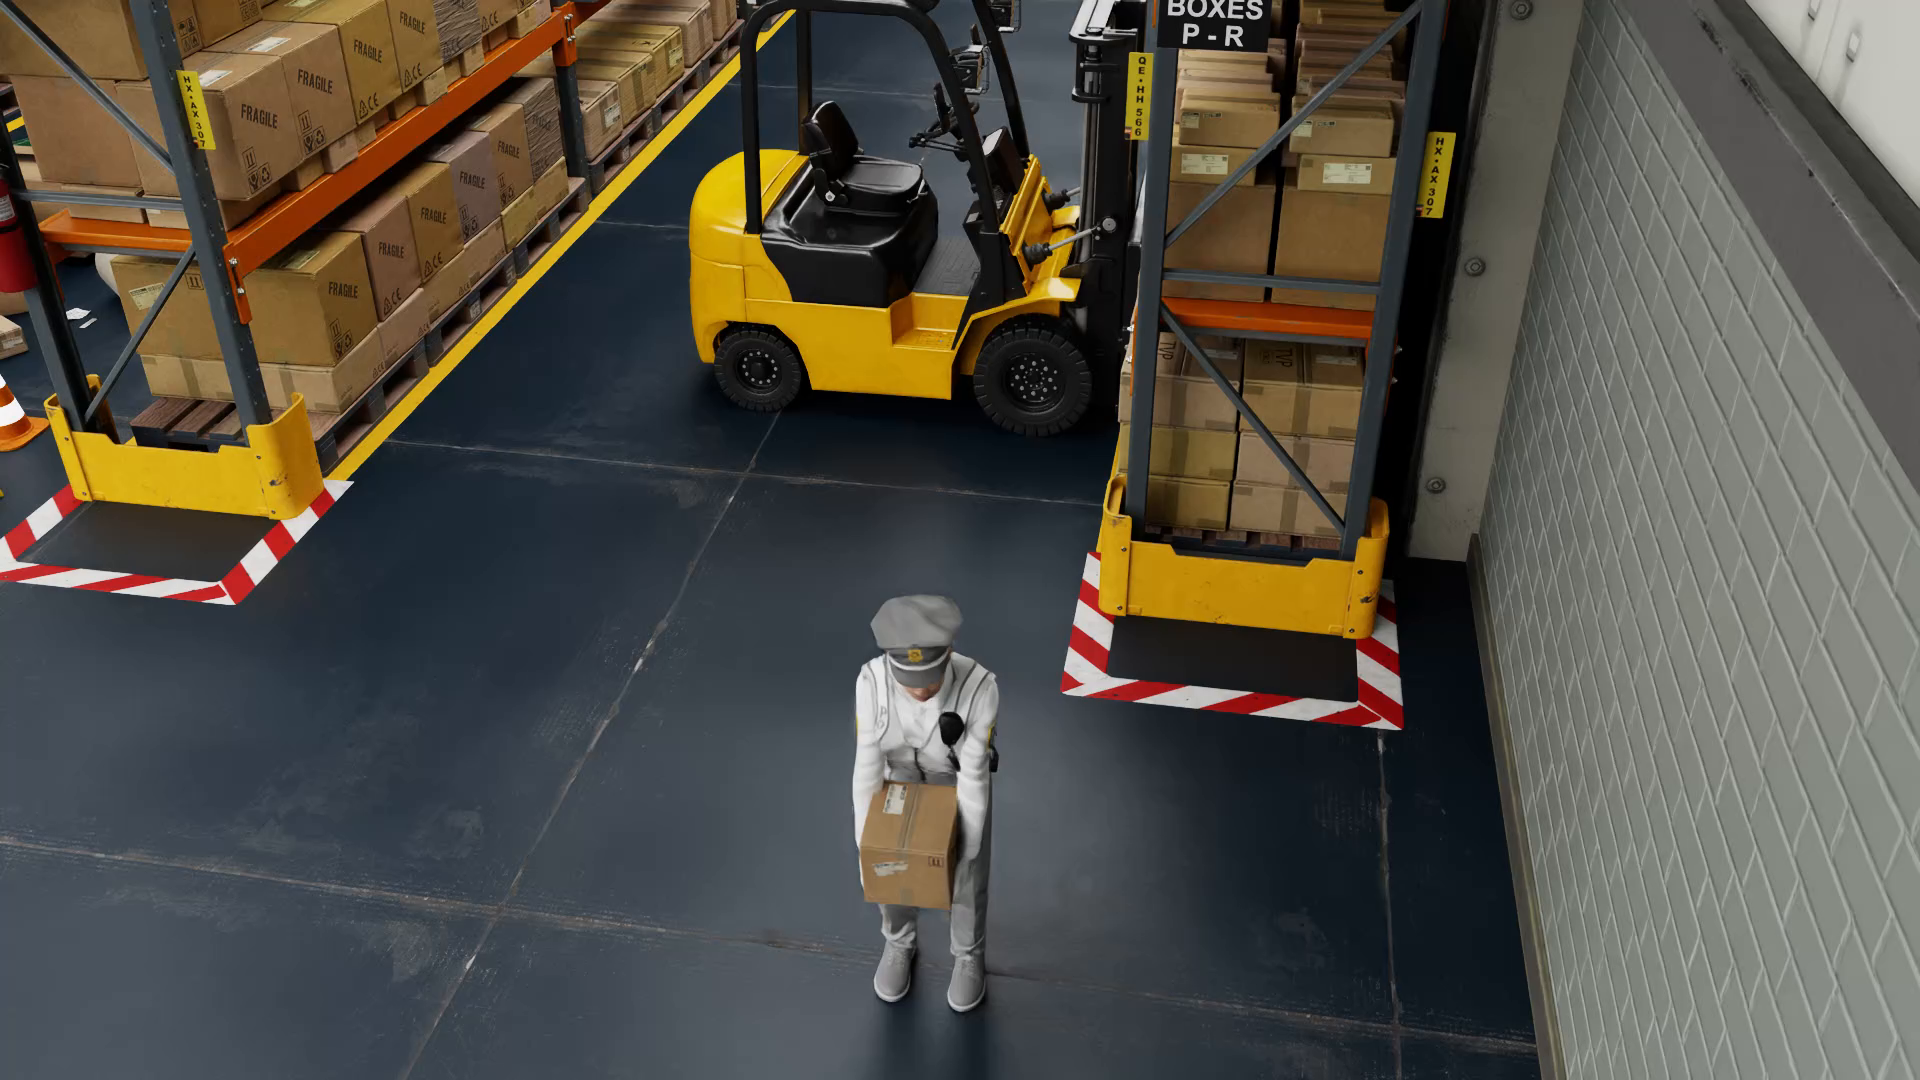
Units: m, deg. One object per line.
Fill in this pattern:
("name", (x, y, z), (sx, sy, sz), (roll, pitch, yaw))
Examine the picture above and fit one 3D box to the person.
("person", (-0.090, 0.794, 4.957), (0.409, 1.605, 0.569), (5, 33, 7))
